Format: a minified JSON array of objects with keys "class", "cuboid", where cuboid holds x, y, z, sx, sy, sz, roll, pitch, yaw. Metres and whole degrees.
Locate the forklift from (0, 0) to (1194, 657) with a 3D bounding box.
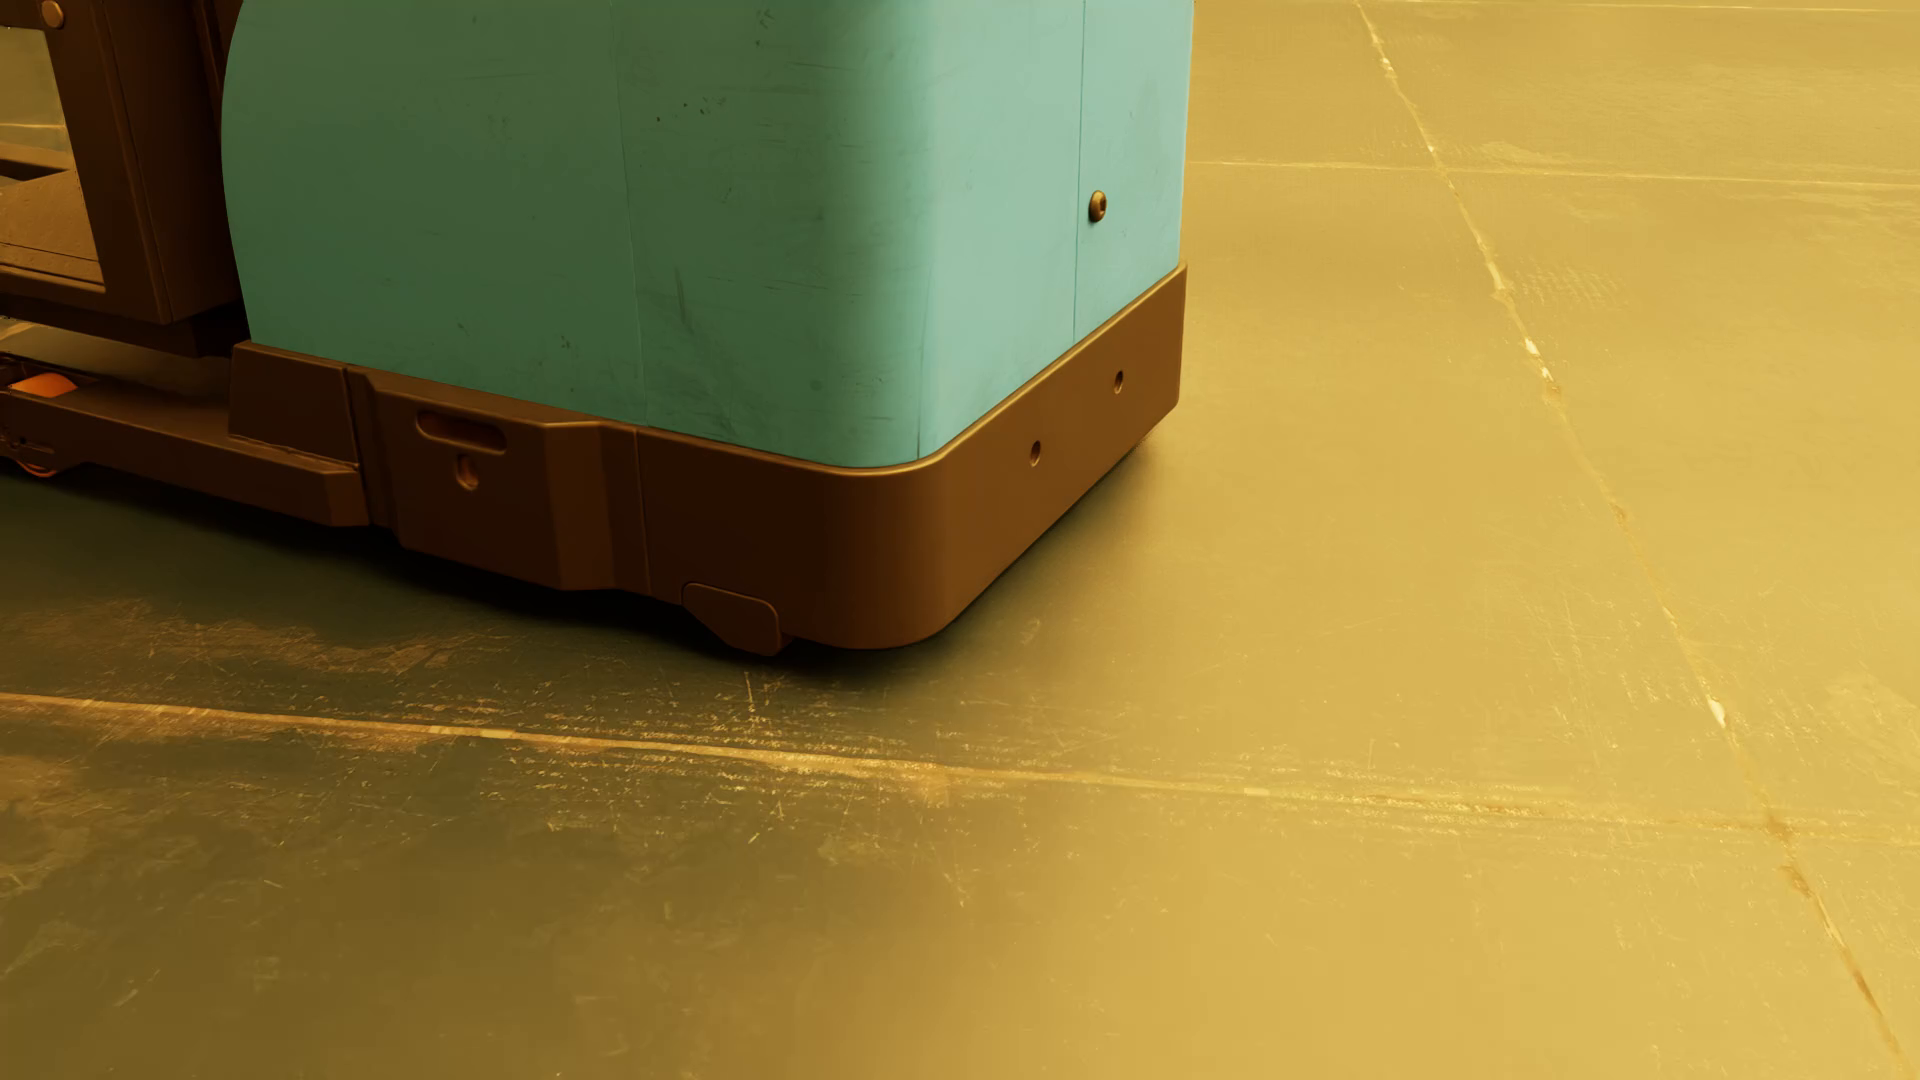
[{"class":"forklift","cuboid":[-1.180,-1.608,2.440,3.031,2.935,1.130,13,29,24]}]
